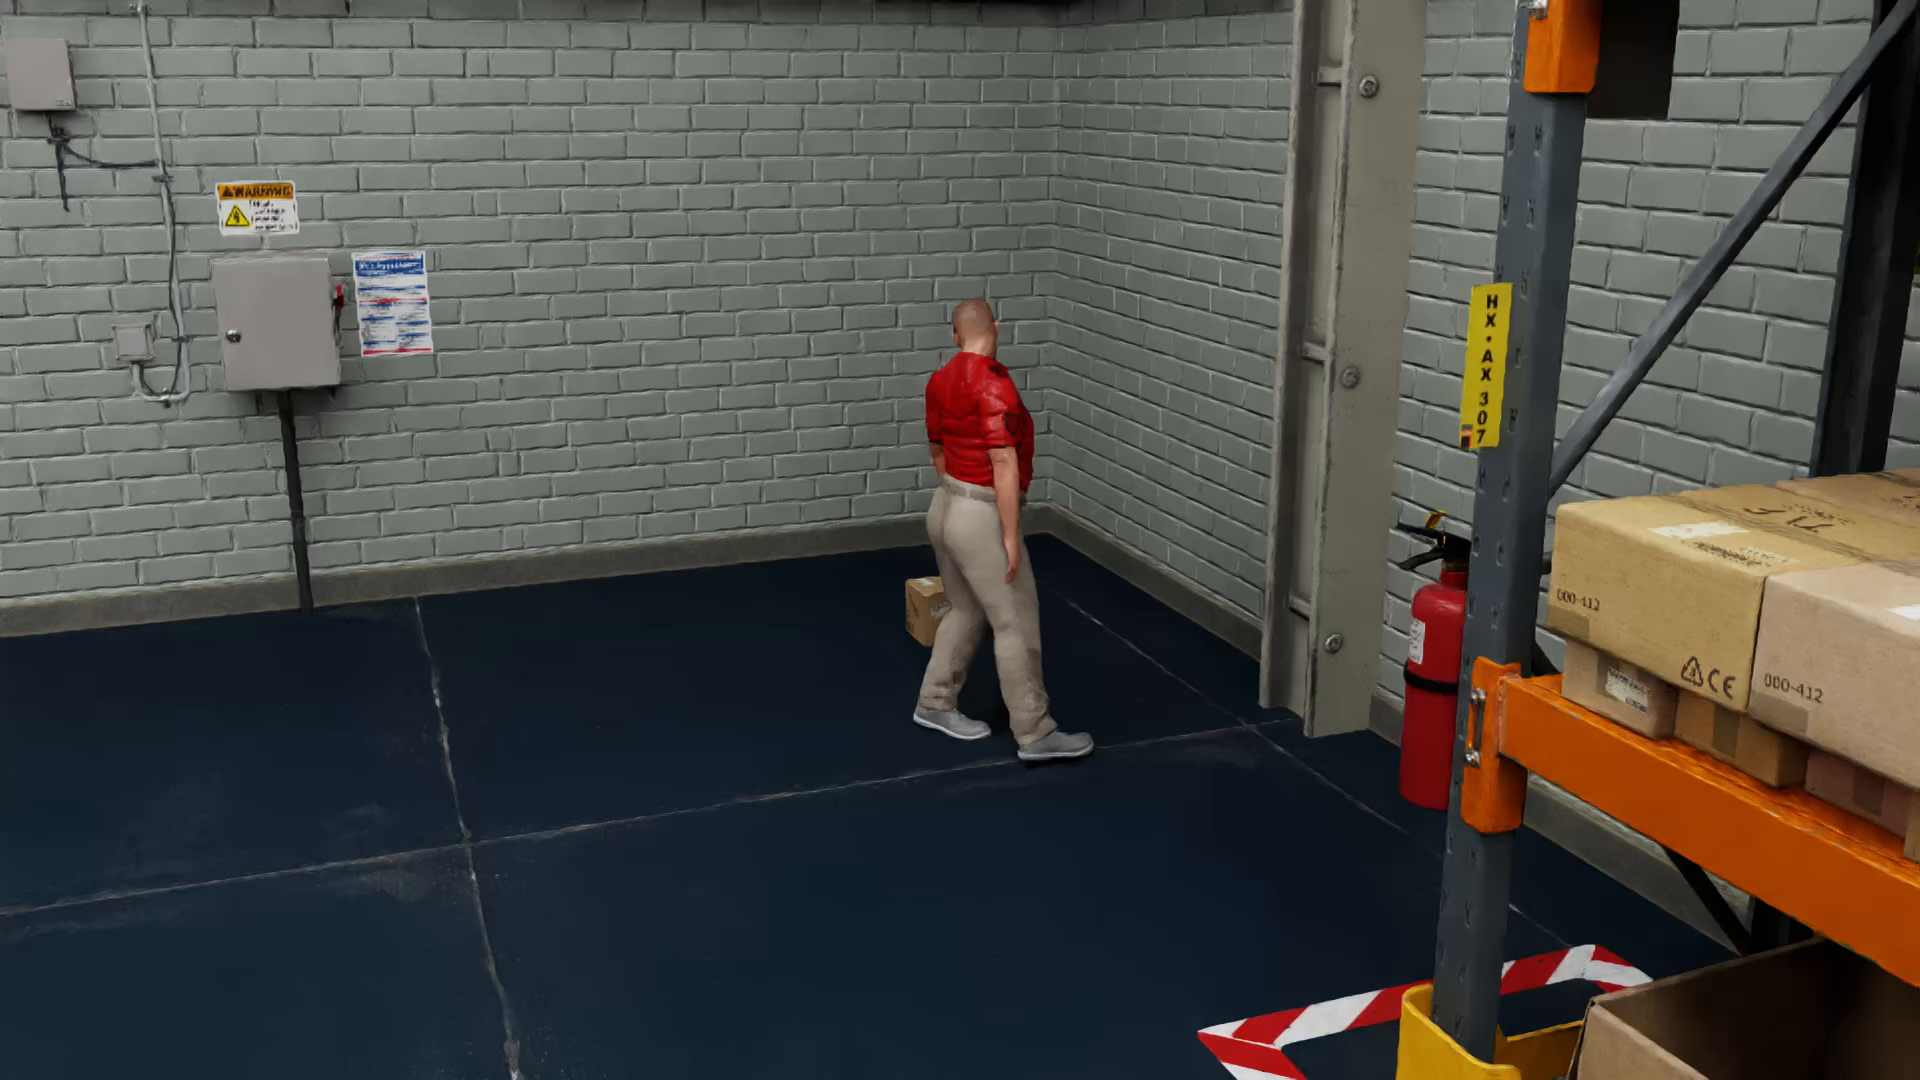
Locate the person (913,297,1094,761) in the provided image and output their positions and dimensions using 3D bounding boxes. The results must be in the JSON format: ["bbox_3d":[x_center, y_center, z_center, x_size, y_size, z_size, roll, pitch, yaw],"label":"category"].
[{"bbox_3d":[0.163,-0.038,6.272,0.555,1.716,0.661,-6,17,-20],"label":"person"}]
